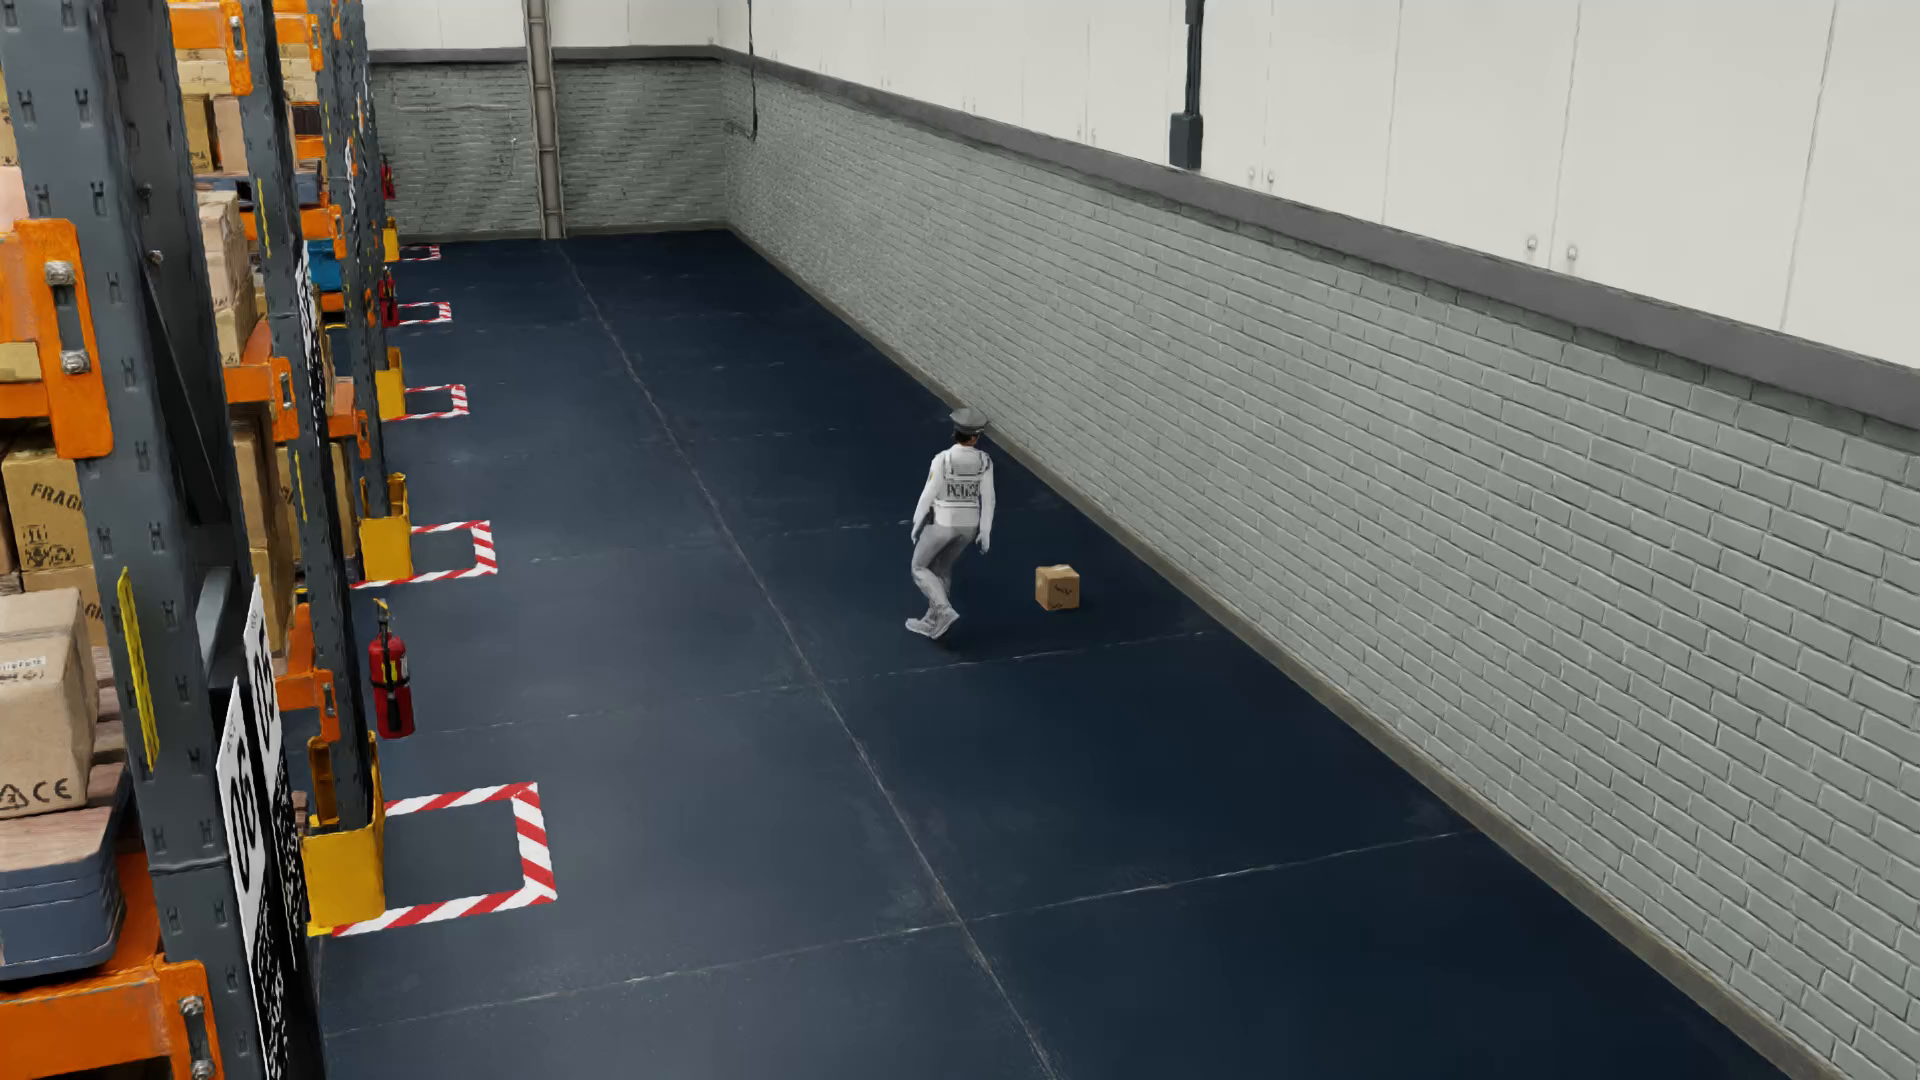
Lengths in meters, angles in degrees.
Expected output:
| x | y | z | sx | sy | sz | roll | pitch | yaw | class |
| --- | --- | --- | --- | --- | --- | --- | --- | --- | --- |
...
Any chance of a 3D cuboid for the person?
| x | y | z | sx | sy | sz | roll | pitch | yaw | class |
| --- | --- | --- | --- | --- | --- | --- | --- | --- | --- |
| -0.055 | -0.099 | 11.388 | 0.527 | 1.625 | 0.605 | -11 | 22 | -28 | person |
